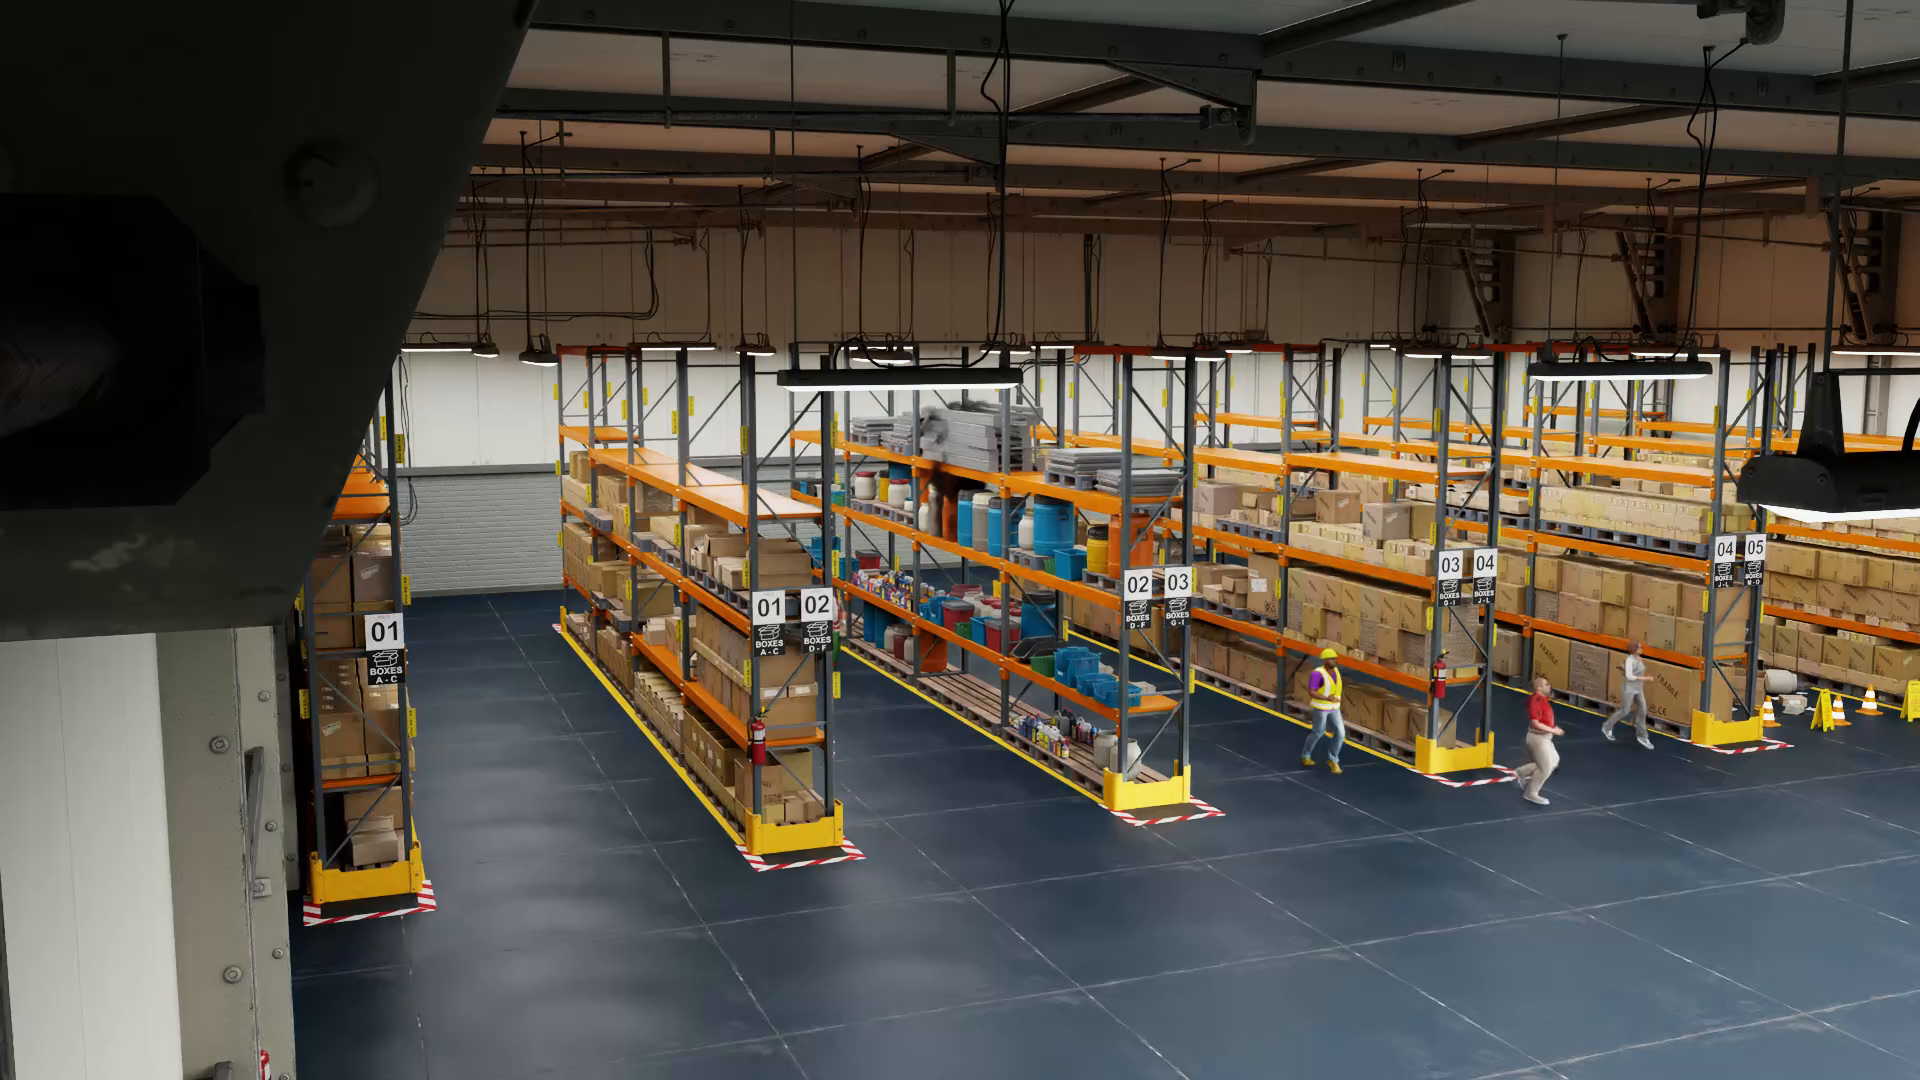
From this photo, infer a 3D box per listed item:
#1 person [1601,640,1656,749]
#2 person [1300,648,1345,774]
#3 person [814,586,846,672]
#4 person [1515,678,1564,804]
[{"bbox_3d":[10.177,2.325,25.283,0.541,1.640,0.788,-7,10,-44],"label":"person"},{"bbox_3d":[5.257,2.453,23.823,0.735,1.837,0.739,-4,8,-31],"label":"person"},{"bbox_3d":[-2.371,1.658,30.054,0.661,1.771,0.783,-3,8,-22],"label":"person"},{"bbox_3d":[7.784,2.678,22.282,0.586,1.695,0.705,3,8,21],"label":"person"}]
